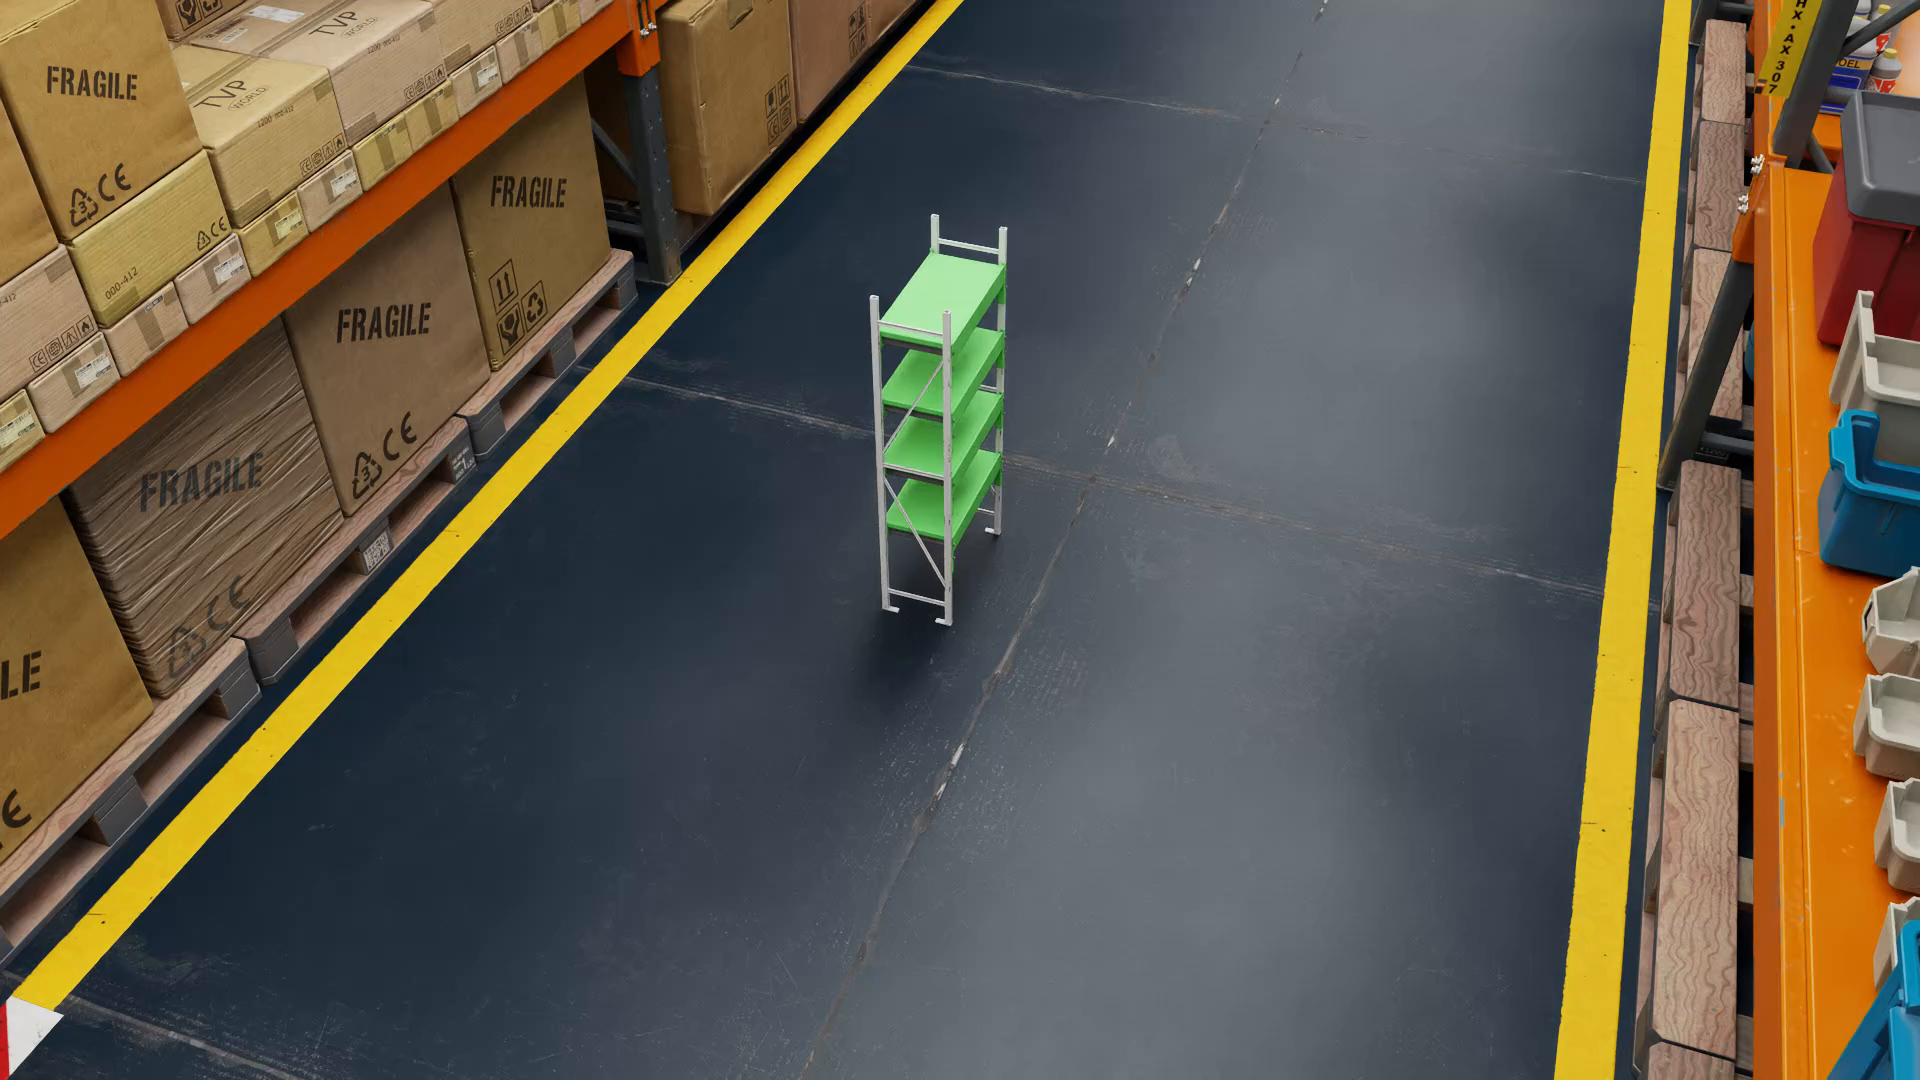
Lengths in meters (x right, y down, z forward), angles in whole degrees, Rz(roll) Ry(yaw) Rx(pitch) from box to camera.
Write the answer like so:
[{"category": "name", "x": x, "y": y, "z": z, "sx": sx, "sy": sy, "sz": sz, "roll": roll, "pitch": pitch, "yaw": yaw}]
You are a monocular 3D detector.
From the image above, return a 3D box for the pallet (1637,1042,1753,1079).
[{"category": "pallet", "x": 1.934, "y": 1.759, "z": 3.525, "sx": 1.003, "sy": 0.211, "sz": 1.213, "roll": 13, "pitch": 42, "yaw": 15}]

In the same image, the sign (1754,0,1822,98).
[{"category": "sign", "x": 2.467, "y": -1.475, "z": 4.955, "sx": 0.100, "sy": 0.325, "sz": 0.005, "roll": 13, "pitch": 42, "yaw": 15}]

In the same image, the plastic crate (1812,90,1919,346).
[{"category": "plastic crate", "x": 2.443, "y": -0.805, "z": 4.287, "sx": 0.402, "sy": 0.464, "sz": 0.583, "roll": 13, "pitch": 42, "yaw": 15}]

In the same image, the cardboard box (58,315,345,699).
[{"category": "cardboard box", "x": -2.584, "y": -0.221, "z": 5.012, "sx": 0.875, "sy": 0.875, "sz": 0.875, "roll": 13, "pitch": 42, "yaw": 15}]

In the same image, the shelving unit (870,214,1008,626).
[{"category": "shelving unit", "x": -0.057, "y": -0.355, "z": 5.242, "sx": 0.258, "sy": 1.200, "sz": 0.503, "roll": 13, "pitch": 42, "yaw": 15}]

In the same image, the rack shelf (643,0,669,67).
[{"category": "rack shelf", "x": -0.987, "y": -3.292, "z": 7.852, "sx": 1.077, "sy": 0.370, "sz": 4.000, "roll": 13, "pitch": 42, "yaw": 15}]

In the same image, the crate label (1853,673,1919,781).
[{"category": "crate label", "x": 1.910, "y": 0.384, "z": 3.146, "sx": 0.396, "sy": 0.136, "sz": 0.243, "roll": 13, "pitch": 42, "yaw": 15}]

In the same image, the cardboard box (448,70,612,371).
[{"category": "cardboard box", "x": -1.971, "y": -1.313, "z": 6.291, "sx": 0.875, "sy": 0.875, "sz": 0.875, "roll": 13, "pitch": 42, "yaw": 15}]

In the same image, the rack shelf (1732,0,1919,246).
[{"category": "rack shelf", "x": 3.668, "y": -2.193, "z": 6.564, "sx": 1.077, "sy": 0.370, "sz": 4.000, "roll": 13, "pitch": 42, "yaw": 15}]

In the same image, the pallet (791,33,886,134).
[{"category": "pallet", "x": -1.062, "y": -2.519, "z": 8.540, "sx": 1.003, "sy": 0.211, "sz": 1.213, "roll": 13, "pitch": 42, "yaw": 15}]

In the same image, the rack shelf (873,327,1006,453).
[{"category": "rack shelf", "x": -0.057, "y": -0.489, "z": 5.128, "sx": 0.258, "sy": 0.148, "sz": 0.480, "roll": 13, "pitch": 42, "yaw": 15}]

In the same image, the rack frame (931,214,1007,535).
[{"category": "rack frame", "x": 0.027, "y": -0.504, "z": 5.417, "sx": 0.240, "sy": 1.200, "sz": 0.015, "roll": 13, "pitch": 42, "yaw": 15}]

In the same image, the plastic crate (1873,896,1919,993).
[{"category": "plastic crate", "x": 1.725, "y": 0.733, "z": 2.737, "sx": 0.396, "sy": 0.136, "sz": 0.243, "roll": 13, "pitch": 42, "yaw": 15}]

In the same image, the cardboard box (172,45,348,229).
[{"category": "cardboard box", "x": -2.100, "y": -1.139, "z": 4.660, "sx": 0.500, "sy": 0.250, "sz": 0.500, "roll": 12, "pitch": 42, "yaw": 14}]

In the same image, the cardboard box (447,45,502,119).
[{"category": "cardboard box", "x": -1.731, "y": -1.521, "z": 5.416, "sx": 0.380, "sy": 0.149, "sz": 0.250, "roll": 14, "pitch": 42, "yaw": 16}]

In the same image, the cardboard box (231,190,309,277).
[{"category": "cardboard box", "x": -2.082, "y": -0.893, "z": 4.679, "sx": 0.380, "sy": 0.149, "sz": 0.250, "roll": 12, "pitch": 42, "yaw": 14}]

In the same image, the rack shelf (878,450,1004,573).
[{"category": "rack shelf", "x": -0.057, "y": -0.124, "z": 5.439, "sx": 0.258, "sy": 0.148, "sz": 0.480, "roll": 13, "pitch": 42, "yaw": 15}]

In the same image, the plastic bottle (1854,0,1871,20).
[{"category": "plastic bottle", "x": 2.940, "y": -1.735, "z": 5.568, "sx": 0.152, "sy": 0.276, "sz": 0.135, "roll": 13, "pitch": 42, "yaw": 15}]

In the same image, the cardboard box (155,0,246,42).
[{"category": "cardboard box", "x": -2.424, "y": -1.835, "z": 4.899, "sx": 0.500, "sy": 0.500, "sz": 0.500, "roll": 12, "pitch": 42, "yaw": 14}]

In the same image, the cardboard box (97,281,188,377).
[{"category": "cardboard box", "x": -2.257, "y": -0.581, "z": 4.314, "sx": 0.380, "sy": 0.149, "sz": 0.250, "roll": 13, "pitch": 42, "yaw": 14}]

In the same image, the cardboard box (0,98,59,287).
[{"category": "cardboard box", "x": -2.450, "y": -0.786, "z": 3.668, "sx": 0.500, "sy": 0.500, "sz": 0.500, "roll": 12, "pitch": 42, "yaw": 14}]

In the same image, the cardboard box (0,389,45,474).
[{"category": "cardboard box", "x": -2.433, "y": -0.267, "z": 3.946, "sx": 0.380, "sy": 0.149, "sz": 0.250, "roll": 12, "pitch": 42, "yaw": 14}]

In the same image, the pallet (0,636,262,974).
[{"category": "pallet", "x": -2.839, "y": 0.649, "z": 4.826, "sx": 1.003, "sy": 0.211, "sz": 1.213, "roll": 13, "pitch": 42, "yaw": 15}]

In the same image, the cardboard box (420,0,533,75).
[{"category": "cardboard box", "x": -1.750, "y": -1.759, "z": 5.387, "sx": 0.500, "sy": 0.250, "sz": 0.500, "roll": 15, "pitch": 43, "yaw": 16}]

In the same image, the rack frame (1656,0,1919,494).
[{"category": "rack frame", "x": 2.984, "y": -1.247, "z": 4.900, "sx": 1.000, "sy": 3.000, "sz": 0.127, "roll": 13, "pitch": 42, "yaw": 15}]

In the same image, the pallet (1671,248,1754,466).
[{"category": "pallet", "x": 3.287, "y": -0.647, "z": 6.346, "sx": 1.003, "sy": 0.211, "sz": 1.213, "roll": 13, "pitch": 42, "yaw": 15}]

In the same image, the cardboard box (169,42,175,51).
[{"category": "cardboard box", "x": -2.600, "y": -1.255, "z": 4.797, "sx": 0.500, "sy": 0.250, "sz": 0.500, "roll": 13, "pitch": 42, "yaw": 15}]

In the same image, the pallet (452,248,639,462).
[{"category": "pallet", "x": -2.004, "y": -0.839, "z": 6.571, "sx": 1.003, "sy": 0.211, "sz": 1.213, "roll": 13, "pitch": 42, "yaw": 15}]

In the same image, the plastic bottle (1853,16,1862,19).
[{"category": "plastic bottle", "x": 2.931, "y": -1.628, "z": 5.500, "sx": 0.097, "sy": 0.201, "sz": 0.097, "roll": 0, "pitch": 40, "yaw": 0}]

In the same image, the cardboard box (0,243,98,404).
[{"category": "cardboard box", "x": -2.449, "y": -0.514, "z": 3.928, "sx": 0.500, "sy": 0.250, "sz": 0.500, "roll": 13, "pitch": 42, "yaw": 15}]

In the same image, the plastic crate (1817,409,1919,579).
[{"category": "plastic crate", "x": 2.077, "y": -0.076, "z": 3.611, "sx": 0.416, "sy": 0.233, "sz": 0.300, "roll": 13, "pitch": 42, "yaw": 15}]

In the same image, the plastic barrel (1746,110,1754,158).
[{"category": "plastic barrel", "x": 3.814, "y": -1.938, "z": 7.245, "sx": 0.600, "sy": 0.588, "sz": 0.708, "roll": 13, "pitch": 42, "yaw": 15}]

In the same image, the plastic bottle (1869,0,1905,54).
[{"category": "plastic bottle", "x": 3.126, "y": -1.829, "z": 5.621, "sx": 0.144, "sy": 0.351, "sz": 0.185, "roll": 13, "pitch": 42, "yaw": 15}]

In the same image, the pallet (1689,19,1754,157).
[{"category": "pallet", "x": 4.121, "y": -2.136, "z": 8.091, "sx": 1.003, "sy": 0.211, "sz": 1.213, "roll": 13, "pitch": 42, "yaw": 15}]

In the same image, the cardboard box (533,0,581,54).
[{"category": "cardboard box", "x": -1.555, "y": -1.835, "z": 5.783, "sx": 0.380, "sy": 0.149, "sz": 0.250, "roll": 14, "pitch": 42, "yaw": 16}]

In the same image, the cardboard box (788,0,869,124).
[{"category": "cardboard box", "x": -1.166, "y": -2.638, "z": 7.844, "sx": 1.225, "sy": 0.875, "sz": 0.875, "roll": 12, "pitch": 42, "yaw": 14}]

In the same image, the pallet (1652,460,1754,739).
[{"category": "pallet", "x": 2.769, "y": 0.271, "z": 5.270, "sx": 1.003, "sy": 0.211, "sz": 1.213, "roll": 13, "pitch": 42, "yaw": 15}]

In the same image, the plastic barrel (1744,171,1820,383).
[{"category": "plastic barrel", "x": 3.186, "y": -0.936, "z": 5.830, "sx": 0.600, "sy": 0.901, "sz": 0.708, "roll": 13, "pitch": 42, "yaw": 15}]

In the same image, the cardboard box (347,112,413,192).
[{"category": "cardboard box", "x": -1.906, "y": -1.208, "z": 5.048, "sx": 0.380, "sy": 0.149, "sz": 0.250, "roll": 13, "pitch": 42, "yaw": 14}]
